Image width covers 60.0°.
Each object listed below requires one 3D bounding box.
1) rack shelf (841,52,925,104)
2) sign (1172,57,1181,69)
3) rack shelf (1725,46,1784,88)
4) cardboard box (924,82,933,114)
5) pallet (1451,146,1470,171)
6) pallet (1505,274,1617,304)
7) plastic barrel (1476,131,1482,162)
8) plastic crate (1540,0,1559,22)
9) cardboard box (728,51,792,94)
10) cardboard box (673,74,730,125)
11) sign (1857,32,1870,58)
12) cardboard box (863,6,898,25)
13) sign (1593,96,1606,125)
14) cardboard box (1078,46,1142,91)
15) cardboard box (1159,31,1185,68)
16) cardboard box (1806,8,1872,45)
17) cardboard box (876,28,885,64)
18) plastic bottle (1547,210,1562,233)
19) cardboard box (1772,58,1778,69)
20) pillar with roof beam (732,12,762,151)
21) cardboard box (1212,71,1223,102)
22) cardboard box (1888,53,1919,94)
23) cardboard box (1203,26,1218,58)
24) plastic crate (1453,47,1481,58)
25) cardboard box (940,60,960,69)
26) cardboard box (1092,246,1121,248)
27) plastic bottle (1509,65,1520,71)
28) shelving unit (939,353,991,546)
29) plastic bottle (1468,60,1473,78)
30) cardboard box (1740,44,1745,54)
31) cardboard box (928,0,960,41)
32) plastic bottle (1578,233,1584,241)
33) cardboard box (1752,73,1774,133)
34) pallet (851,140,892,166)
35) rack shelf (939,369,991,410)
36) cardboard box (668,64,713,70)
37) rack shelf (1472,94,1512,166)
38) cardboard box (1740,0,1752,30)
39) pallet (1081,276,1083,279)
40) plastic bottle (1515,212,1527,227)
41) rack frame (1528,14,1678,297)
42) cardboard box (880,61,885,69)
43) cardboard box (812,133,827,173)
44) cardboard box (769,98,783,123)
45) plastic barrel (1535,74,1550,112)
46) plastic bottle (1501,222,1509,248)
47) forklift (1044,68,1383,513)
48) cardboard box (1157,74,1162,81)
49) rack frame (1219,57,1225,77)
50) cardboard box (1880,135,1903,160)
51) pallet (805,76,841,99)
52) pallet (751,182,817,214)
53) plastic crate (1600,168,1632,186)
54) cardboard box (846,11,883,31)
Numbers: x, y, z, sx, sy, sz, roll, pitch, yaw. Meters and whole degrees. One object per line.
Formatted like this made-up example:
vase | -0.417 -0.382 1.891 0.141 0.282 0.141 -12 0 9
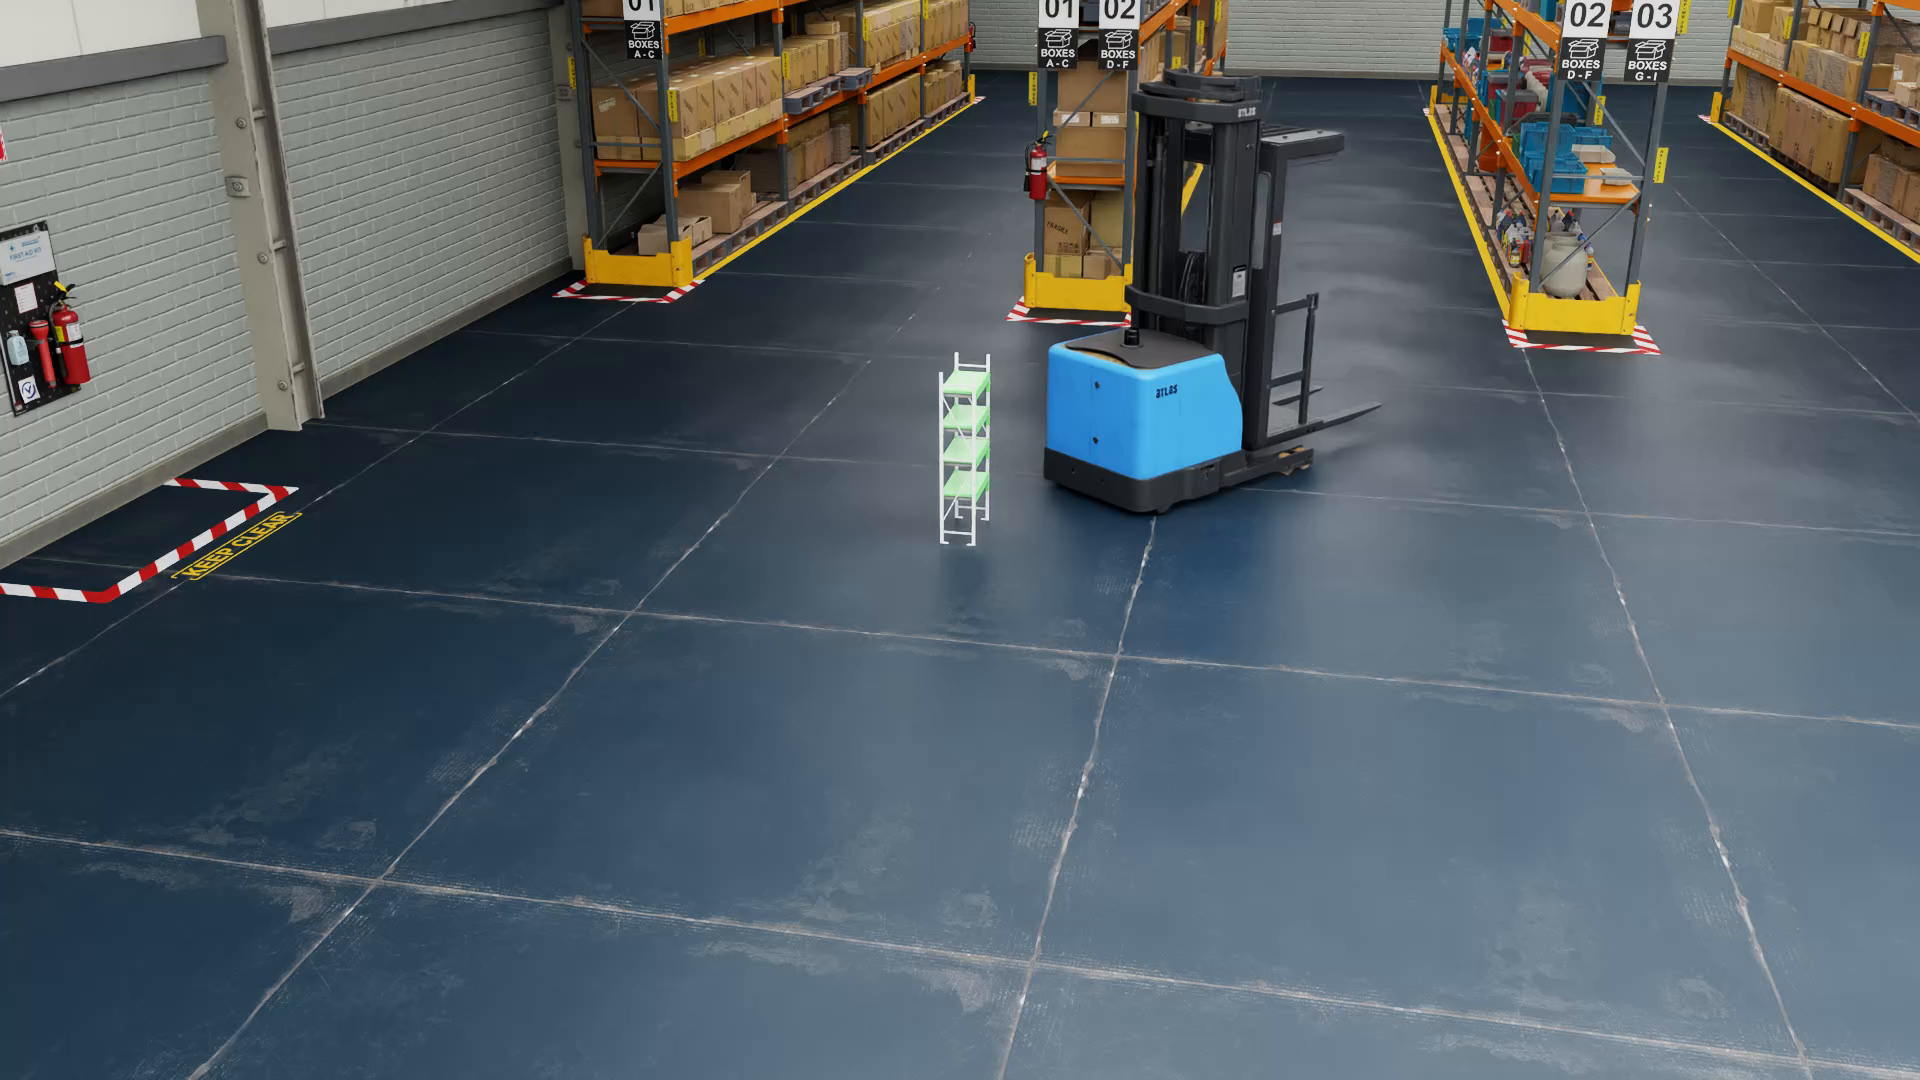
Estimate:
rack shelf | -1.536 -7.560 27.072 1.077 0.370 4.000 4 22 11
sign | 2.634 -5.719 20.275 0.100 0.325 0.005 4 22 11
rack shelf | 13.828 -7.890 27.892 1.077 0.370 4.000 4 22 11
cardboard box | -0.874 -7.926 29.802 0.700 0.500 0.500 5 22 12
pallet | 8.126 -5.850 25.595 1.003 0.211 1.213 4 22 11
pallet | 6.263 -2.516 17.317 1.003 0.211 1.213 4 22 11
plastic barrel | 7.866 -5.841 24.610 0.421 0.512 0.421 0 22 0
plastic crate | 6.217 -5.585 17.213 0.392 0.384 0.575 4 22 11
cardboard box | -2.623 -6.133 21.844 0.700 0.500 0.500 5 22 11
cardboard box | -2.962 -5.044 19.032 0.500 0.500 0.500 4 22 9
sign | 12.060 -6.607 22.194 0.100 0.325 0.005 4 22 11
cardboard box | -1.293 -8.417 26.674 0.500 0.250 0.500 4 22 10
sign | 7.475 -5.026 19.448 0.100 0.325 0.005 4 22 11
cardboard box | 1.597 -5.074 18.068 0.700 0.500 0.500 5 22 11
cardboard box | 2.925 -7.266 24.683 0.700 0.500 0.500 -3 22 -7
cardboard box | 13.298 -7.770 25.153 0.797 0.503 0.637 4 22 10
cardboard box | -1.478 -7.705 25.910 0.500 0.500 0.500 5 23 13
plastic bottle | 6.948 -3.673 19.414 0.144 0.351 0.185 4 22 11
cardboard box | 13.214 -7.606 26.561 0.380 0.149 0.250 5 22 12
pillar with roof beam | 1.159 -9.207 22.169 9.100 9.000 0.400 4 22 11
cardboard box | 4.669 -8.538 31.296 0.500 0.500 0.500 4 22 11
cardboard box | 12.533 -6.070 21.714 0.500 0.500 0.500 2 22 4
cardboard box | 4.093 -8.461 28.212 0.500 0.500 0.500 5 22 12
plastic crate | 8.537 -8.200 27.986 0.437 0.125 0.590 4 22 11
cardboard box | -0.204 -9.099 31.848 0.380 0.149 0.250 4 22 10
cardboard box | 1.700 -3.142 18.257 0.500 0.250 0.500 4 22 11
plastic bottle | 8.303 -7.045 24.897 0.144 0.351 0.185 4 22 11
shelving unit | 0.034 -0.617 11.280 0.258 1.200 0.503 4 22 11
plastic bottle | 7.797 -7.170 25.314 0.097 0.271 0.097 0 22 0
cardboard box | 13.686 -8.451 28.657 0.380 0.149 0.250 4 22 10
cardboard box | -0.543 -9.773 31.202 0.980 0.700 0.700 4 22 10
plastic bottle | 6.929 -3.295 18.583 0.097 0.271 0.097 0 22 0
cardboard box | 13.817 -7.266 27.661 0.875 0.875 0.875 4 22 11
pallet | -1.709 -6.151 26.344 1.003 0.211 1.213 4 22 11
rack shelf | 0.034 -1.003 11.124 0.258 0.148 0.480 4 22 11
cardboard box | -3.277 -5.460 20.065 0.500 0.500 0.500 5 22 12
rack shelf | 7.347 -5.342 21.564 1.077 0.370 4.000 4 22 11
cardboard box | 13.772 -9.033 28.567 0.500 0.500 0.500 4 22 10
pallet | 1.389 -2.849 18.146 1.003 0.211 1.213 4 22 11
plastic bottle | 6.509 -3.645 19.345 0.144 0.351 0.185 4 22 11
rack frame | 6.123 -3.481 15.982 1.000 3.000 0.127 4 22 11
cardboard box | -1.414 -7.630 26.593 0.380 0.149 0.250 5 22 12
cardboard box | -2.332 -5.576 23.940 0.700 0.500 0.500 4 22 11
cardboard box | -2.560 -5.442 21.026 0.500 0.250 0.500 5 22 11
plastic barrel | 7.498 -5.608 21.082 0.433 0.535 0.433 0 22 0
plastic bottle | 6.255 -3.498 19.071 0.061 0.283 0.133 5 23 13
forklift | 2.070 -1.986 12.362 3.031 2.935 1.130 -18 28 -37
cardboard box | 2.245 -5.554 20.127 0.380 0.149 0.250 4 22 11
rack frame | 4.539 -9.711 31.452 1.000 3.000 0.127 4 22 11
cardboard box | 12.496 -5.174 21.939 0.500 0.250 0.500 5 23 13
pallet | -2.308 -6.346 23.352 1.003 0.211 1.213 4 22 11
pallet | -2.602 -4.690 22.717 1.003 0.211 1.213 4 22 11
plastic crate | 6.620 -3.661 16.783 0.298 0.136 0.250 4 22 11
cardboard box | -1.490 -8.046 25.755 0.500 0.250 0.500 4 22 10
